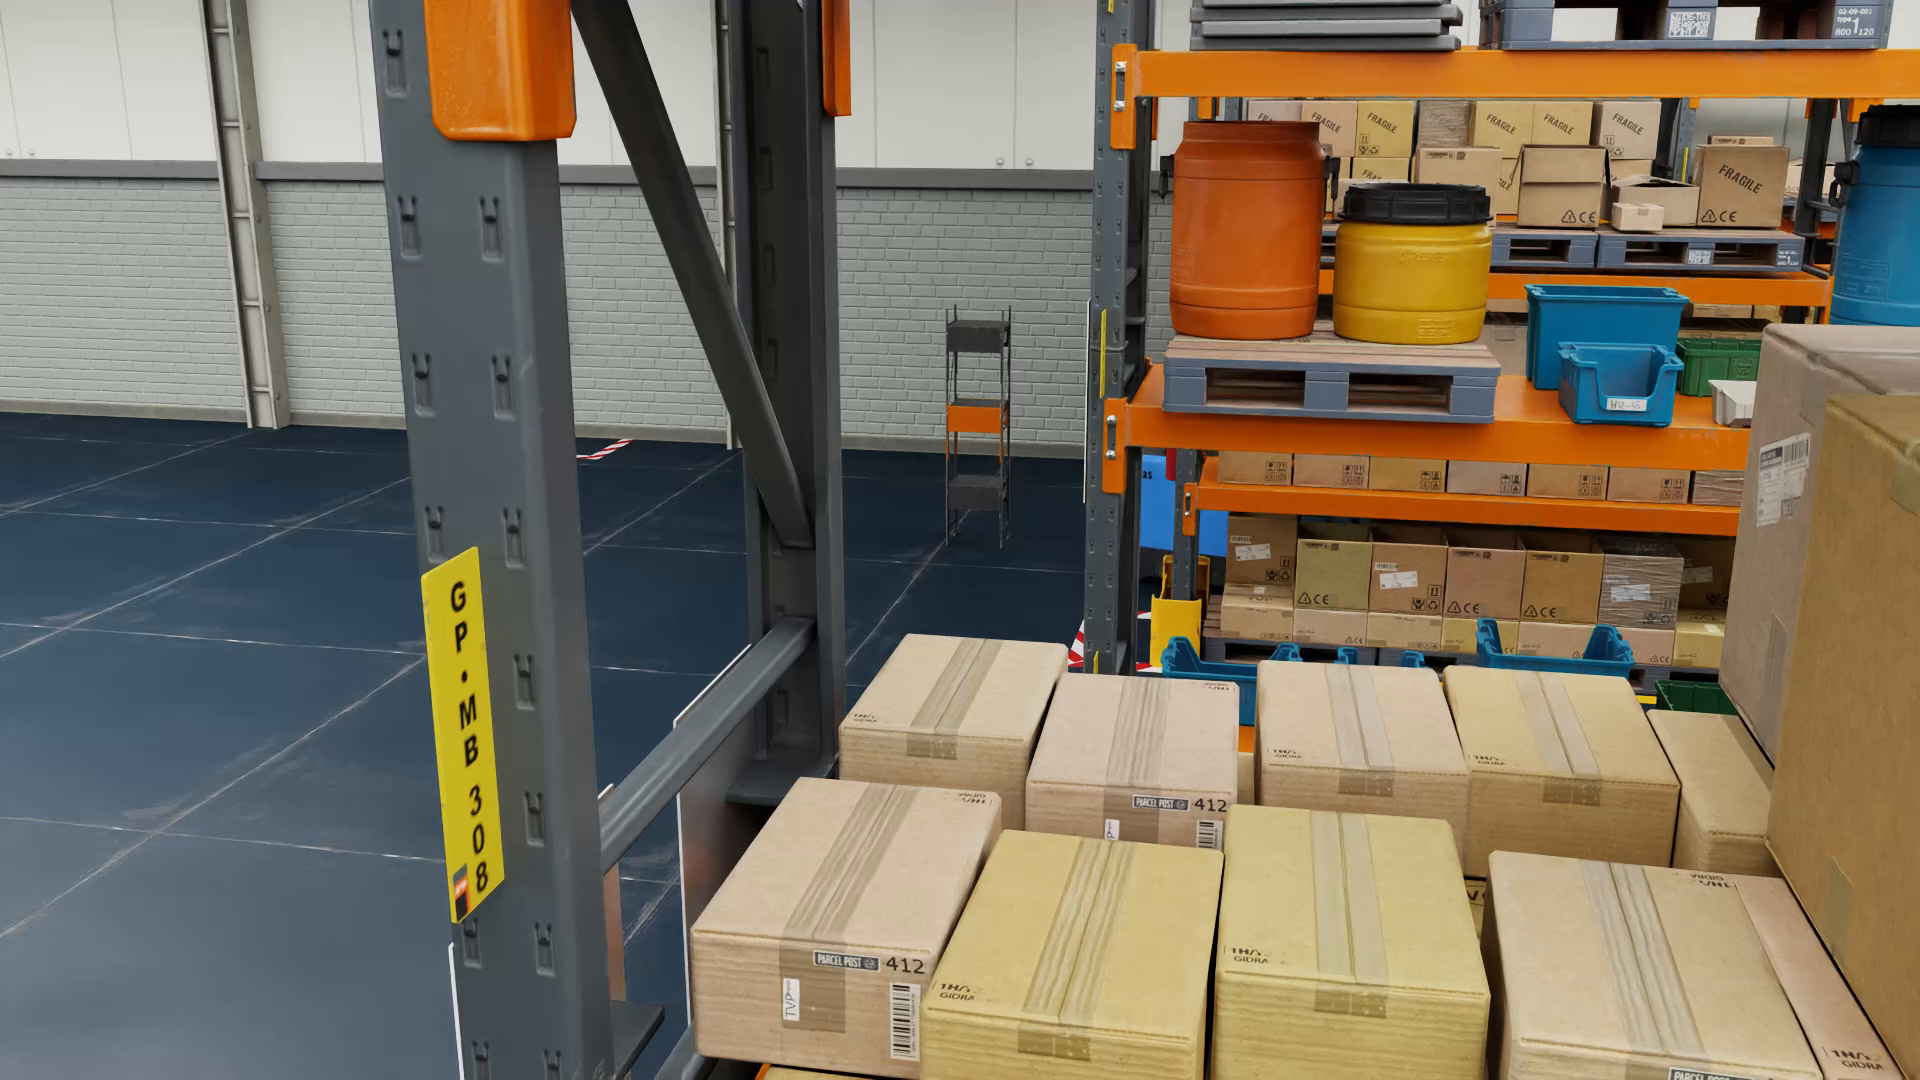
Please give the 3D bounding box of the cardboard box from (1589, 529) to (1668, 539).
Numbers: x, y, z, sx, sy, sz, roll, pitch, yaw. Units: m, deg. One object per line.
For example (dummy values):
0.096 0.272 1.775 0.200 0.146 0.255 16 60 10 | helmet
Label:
4.681 0.151 11.788 0.500 0.500 0.500 3 16 11 | cardboard box

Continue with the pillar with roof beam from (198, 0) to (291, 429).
-9.131 -4.581 14.671 0.400 9.000 9.100 3 16 11 | pillar with roof beam

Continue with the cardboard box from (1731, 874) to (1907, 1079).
0.887 0.476 1.569 0.250 0.149 0.380 3 16 11 | cardboard box

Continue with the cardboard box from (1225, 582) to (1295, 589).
2.229 0.382 12.359 0.500 0.250 0.500 3 16 11 | cardboard box

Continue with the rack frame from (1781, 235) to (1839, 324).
5.564 -0.479 11.104 0.127 3.000 1.000 3 16 11 | rack frame

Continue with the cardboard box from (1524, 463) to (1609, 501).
4.119 -0.604 11.365 0.500 0.500 0.700 3 16 12 | cardboard box

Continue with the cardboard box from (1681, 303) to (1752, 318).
7.040 -2.000 15.581 0.500 0.500 0.700 3 16 11 | cardboard box

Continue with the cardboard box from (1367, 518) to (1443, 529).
3.212 0.069 12.083 0.500 0.500 0.500 3 16 11 | cardboard box

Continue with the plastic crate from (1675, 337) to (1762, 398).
3.082 -0.682 6.615 0.450 0.188 0.336 3 16 11 | plastic crate

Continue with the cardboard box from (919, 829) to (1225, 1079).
0.125 0.448 1.671 0.250 0.149 0.380 3 16 12 | cardboard box

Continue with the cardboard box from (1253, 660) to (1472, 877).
0.523 0.297 2.215 0.250 0.149 0.380 2 16 9 | cardboard box

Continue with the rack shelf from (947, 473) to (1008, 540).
0.162 -0.315 14.870 0.480 0.518 0.431 3 16 11 | rack shelf

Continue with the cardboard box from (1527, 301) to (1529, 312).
5.533 -2.044 15.589 0.500 0.500 0.500 3 16 11 | cardboard box

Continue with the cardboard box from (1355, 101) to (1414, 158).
3.943 -3.825 15.466 0.500 0.500 0.500 4 16 13 | cardboard box

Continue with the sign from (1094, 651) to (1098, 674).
0.540 0.614 6.639 0.005 0.325 0.100 3 16 11 | sign

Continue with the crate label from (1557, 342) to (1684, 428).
2.422 -0.585 6.143 0.408 0.251 0.502 3 16 11 | crate label

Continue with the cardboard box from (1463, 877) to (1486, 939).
0.680 0.511 2.191 0.500 0.250 0.500 3 16 11 | cardboard box

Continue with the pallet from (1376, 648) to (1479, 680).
3.594 0.747 11.900 1.213 0.211 1.003 3 16 11 | pallet

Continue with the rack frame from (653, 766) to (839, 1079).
-0.333 1.899 2.517 0.127 3.000 1.000 3 16 11 | rack frame

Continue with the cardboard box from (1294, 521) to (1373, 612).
2.616 0.182 11.676 0.500 0.500 0.500 3 16 11 | cardboard box

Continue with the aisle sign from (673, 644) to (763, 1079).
-0.334 0.564 2.466 0.004 0.787 0.394 3 16 11 | aisle sign

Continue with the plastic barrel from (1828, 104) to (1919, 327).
3.620 -1.154 6.195 0.708 0.901 0.600 3 16 11 | plastic barrel

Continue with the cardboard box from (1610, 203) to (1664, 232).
4.328 -2.066 10.636 0.250 0.149 0.380 3 16 11 | cardboard box

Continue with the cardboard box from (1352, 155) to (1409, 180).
3.935 -3.344 15.601 0.500 0.500 0.500 4 16 14 | cardboard box

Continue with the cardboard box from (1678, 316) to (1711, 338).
4.633 -1.201 11.092 0.500 0.500 0.700 3 16 11 | cardboard box

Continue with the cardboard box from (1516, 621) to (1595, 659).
4.085 0.624 11.485 0.500 0.250 0.500 3 16 11 | cardboard box

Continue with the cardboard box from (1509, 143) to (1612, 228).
3.976 -2.365 11.050 0.637 0.503 0.797 5 16 17 | cardboard box

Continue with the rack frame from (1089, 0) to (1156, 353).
0.654 -2.288 6.394 0.127 3.000 1.000 3 16 11 | rack frame

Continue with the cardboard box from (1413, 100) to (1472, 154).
4.610 -3.932 15.851 0.500 0.500 0.500 3 16 11 | cardboard box

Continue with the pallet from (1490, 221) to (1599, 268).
3.531 -1.986 11.091 1.213 0.211 1.003 3 16 11 | pallet

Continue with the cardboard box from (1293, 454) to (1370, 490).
2.615 -0.686 11.661 0.500 0.500 0.700 4 16 13 | cardboard box

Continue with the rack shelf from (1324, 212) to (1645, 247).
4.588 -2.981 15.862 4.000 0.370 1.077 3 16 11 | rack shelf

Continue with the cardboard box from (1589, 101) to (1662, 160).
6.003 -3.716 15.073 0.500 0.500 0.500 2 16 6 | cardboard box

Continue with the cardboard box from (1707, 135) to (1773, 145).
7.068 -3.422 15.132 0.500 0.500 0.500 5 16 19 | cardboard box

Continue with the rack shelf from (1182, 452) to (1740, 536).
3.604 -0.239 11.584 4.000 0.370 1.077 3 16 11 | rack shelf

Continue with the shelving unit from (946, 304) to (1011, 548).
0.162 -1.003 14.680 0.503 2.100 0.431 3 16 11 | shelving unit

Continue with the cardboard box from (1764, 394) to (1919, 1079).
1.068 0.171 1.457 0.500 0.500 0.500 3 16 11 | cardboard box

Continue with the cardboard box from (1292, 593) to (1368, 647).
2.616 0.543 11.777 0.500 0.250 0.500 3 16 11 | cardboard box

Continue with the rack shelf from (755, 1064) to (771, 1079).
1.627 0.907 1.829 4.000 0.370 1.077 3 16 11 | rack shelf

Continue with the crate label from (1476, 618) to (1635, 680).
2.511 0.613 7.092 0.616 0.435 0.502 3 16 11 | crate label

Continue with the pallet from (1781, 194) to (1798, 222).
7.132 -3.070 15.188 1.003 0.211 1.213 3 16 11 | pallet

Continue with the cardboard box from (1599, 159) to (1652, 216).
6.001 -3.241 15.230 0.500 0.500 0.500 4 16 13 | cardboard box

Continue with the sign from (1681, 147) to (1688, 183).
6.447 -3.328 14.799 0.005 0.325 0.100 3 16 11 | sign

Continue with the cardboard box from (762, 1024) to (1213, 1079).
0.087 0.619 1.800 0.500 0.250 0.500 4 16 13 | cardboard box

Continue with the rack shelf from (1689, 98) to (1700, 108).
8.508 -4.021 14.747 4.000 0.370 1.077 3 16 11 | rack shelf

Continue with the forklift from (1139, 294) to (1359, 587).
2.839 -1.040 13.255 3.031 2.935 1.130 7 17 24 | forklift

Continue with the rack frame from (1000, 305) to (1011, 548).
0.401 -0.990 14.633 0.015 2.100 0.400 3 16 11 | rack frame

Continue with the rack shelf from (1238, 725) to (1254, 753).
2.614 1.056 6.907 4.000 0.370 1.077 3 16 11 | rack shelf

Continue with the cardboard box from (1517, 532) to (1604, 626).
4.088 0.259 11.397 0.500 0.500 0.500 3 16 11 | cardboard box

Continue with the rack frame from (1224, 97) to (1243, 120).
2.628 -4.879 15.750 0.127 3.000 1.000 3 16 11 | rack frame
